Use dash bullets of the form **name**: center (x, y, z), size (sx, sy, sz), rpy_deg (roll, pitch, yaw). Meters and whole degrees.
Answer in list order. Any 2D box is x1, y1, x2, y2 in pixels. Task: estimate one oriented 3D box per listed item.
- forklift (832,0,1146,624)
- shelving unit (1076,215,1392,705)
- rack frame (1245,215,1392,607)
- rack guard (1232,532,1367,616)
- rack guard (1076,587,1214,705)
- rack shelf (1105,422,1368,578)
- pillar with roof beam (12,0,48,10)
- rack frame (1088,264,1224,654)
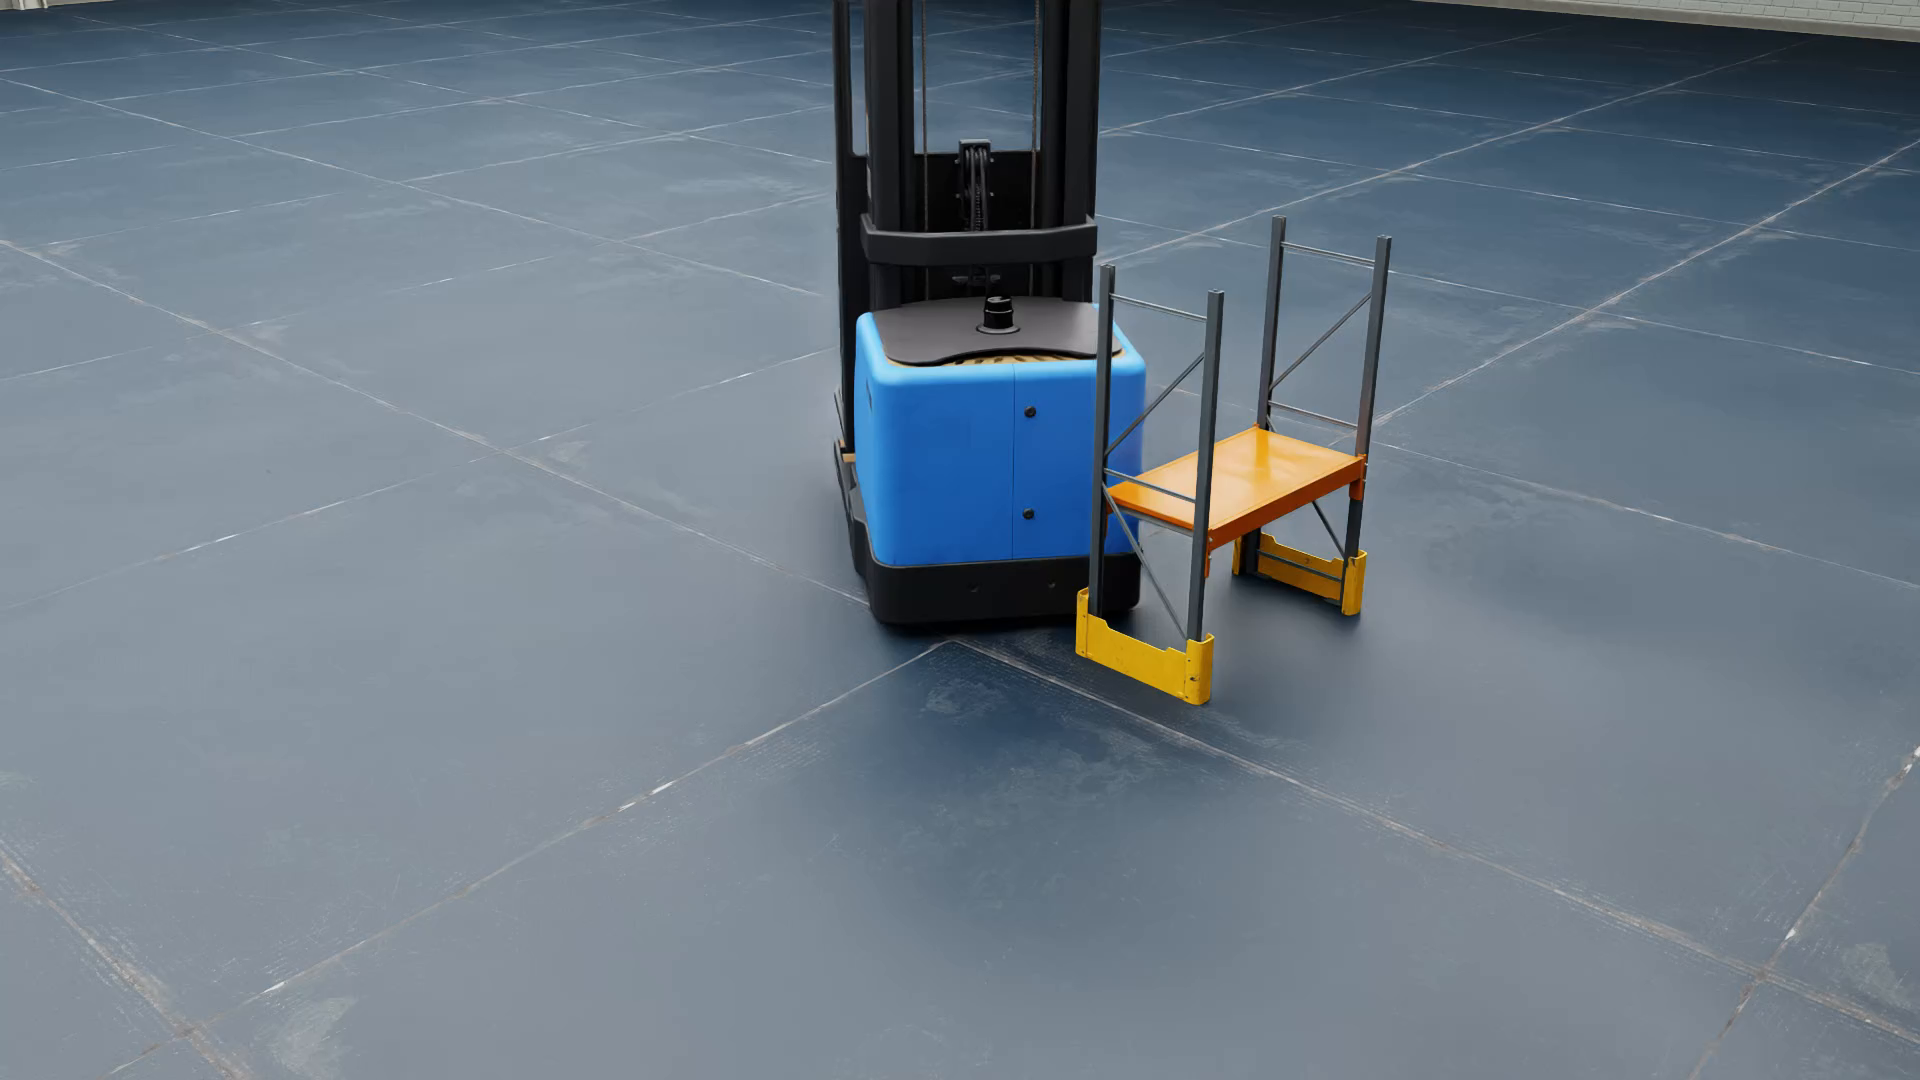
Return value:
- **forklift**: center (-0.006, -1.587, 7.207), size (1.130, 2.935, 3.031), rpy_deg (-3, 24, -7)
- **shelving unit**: center (1.017, -0.332, 6.157), size (0.587, 1.500, 1.083), rpy_deg (22, 32, 40)
- **rack frame**: center (1.380, -0.483, 6.494), size (0.500, 1.500, 0.032), rpy_deg (22, 32, 40)
- **rack guard**: center (1.366, 0.093, 6.737), size (0.587, 0.250, 0.087), rpy_deg (22, 32, 40)
- **rack guard**: center (0.668, 0.383, 6.089), size (0.587, 0.250, 0.087), rpy_deg (22, 32, 40)
- **rack shelf**: center (1.023, -0.171, 6.237), size (0.538, 0.185, 1.000), rpy_deg (22, 32, 40)
- **pillar with roof beam**: center (-10.928, -11.017, 20.822), size (9.100, 9.000, 0.400), rpy_deg (20, 31, 38)
- **rack frame**: center (0.667, -0.187, 5.833), size (0.500, 1.500, 0.032), rpy_deg (22, 32, 40)
